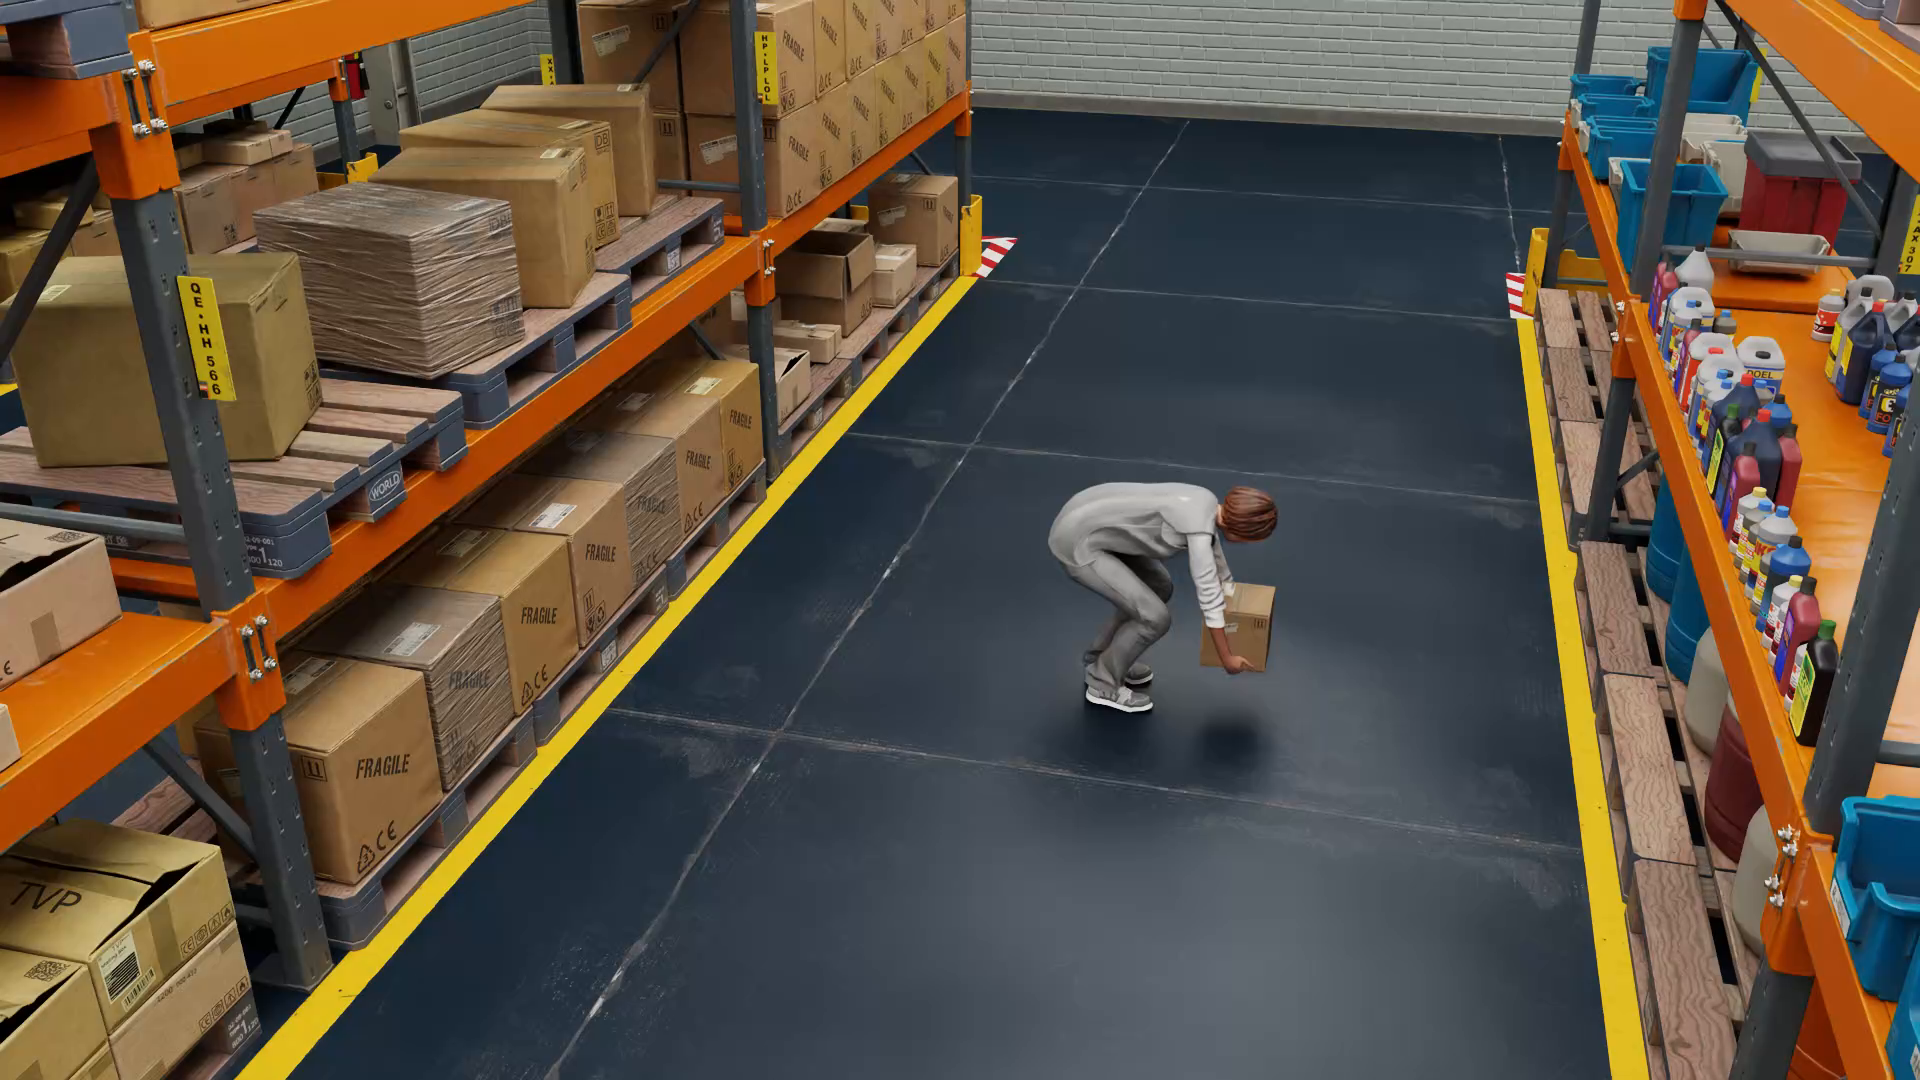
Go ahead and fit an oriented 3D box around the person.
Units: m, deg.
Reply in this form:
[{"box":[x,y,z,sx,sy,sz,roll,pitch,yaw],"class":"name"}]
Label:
[{"box":[0.768,0.204,6.460,0.863,0.938,0.421,5,26,11],"class":"person"}]
